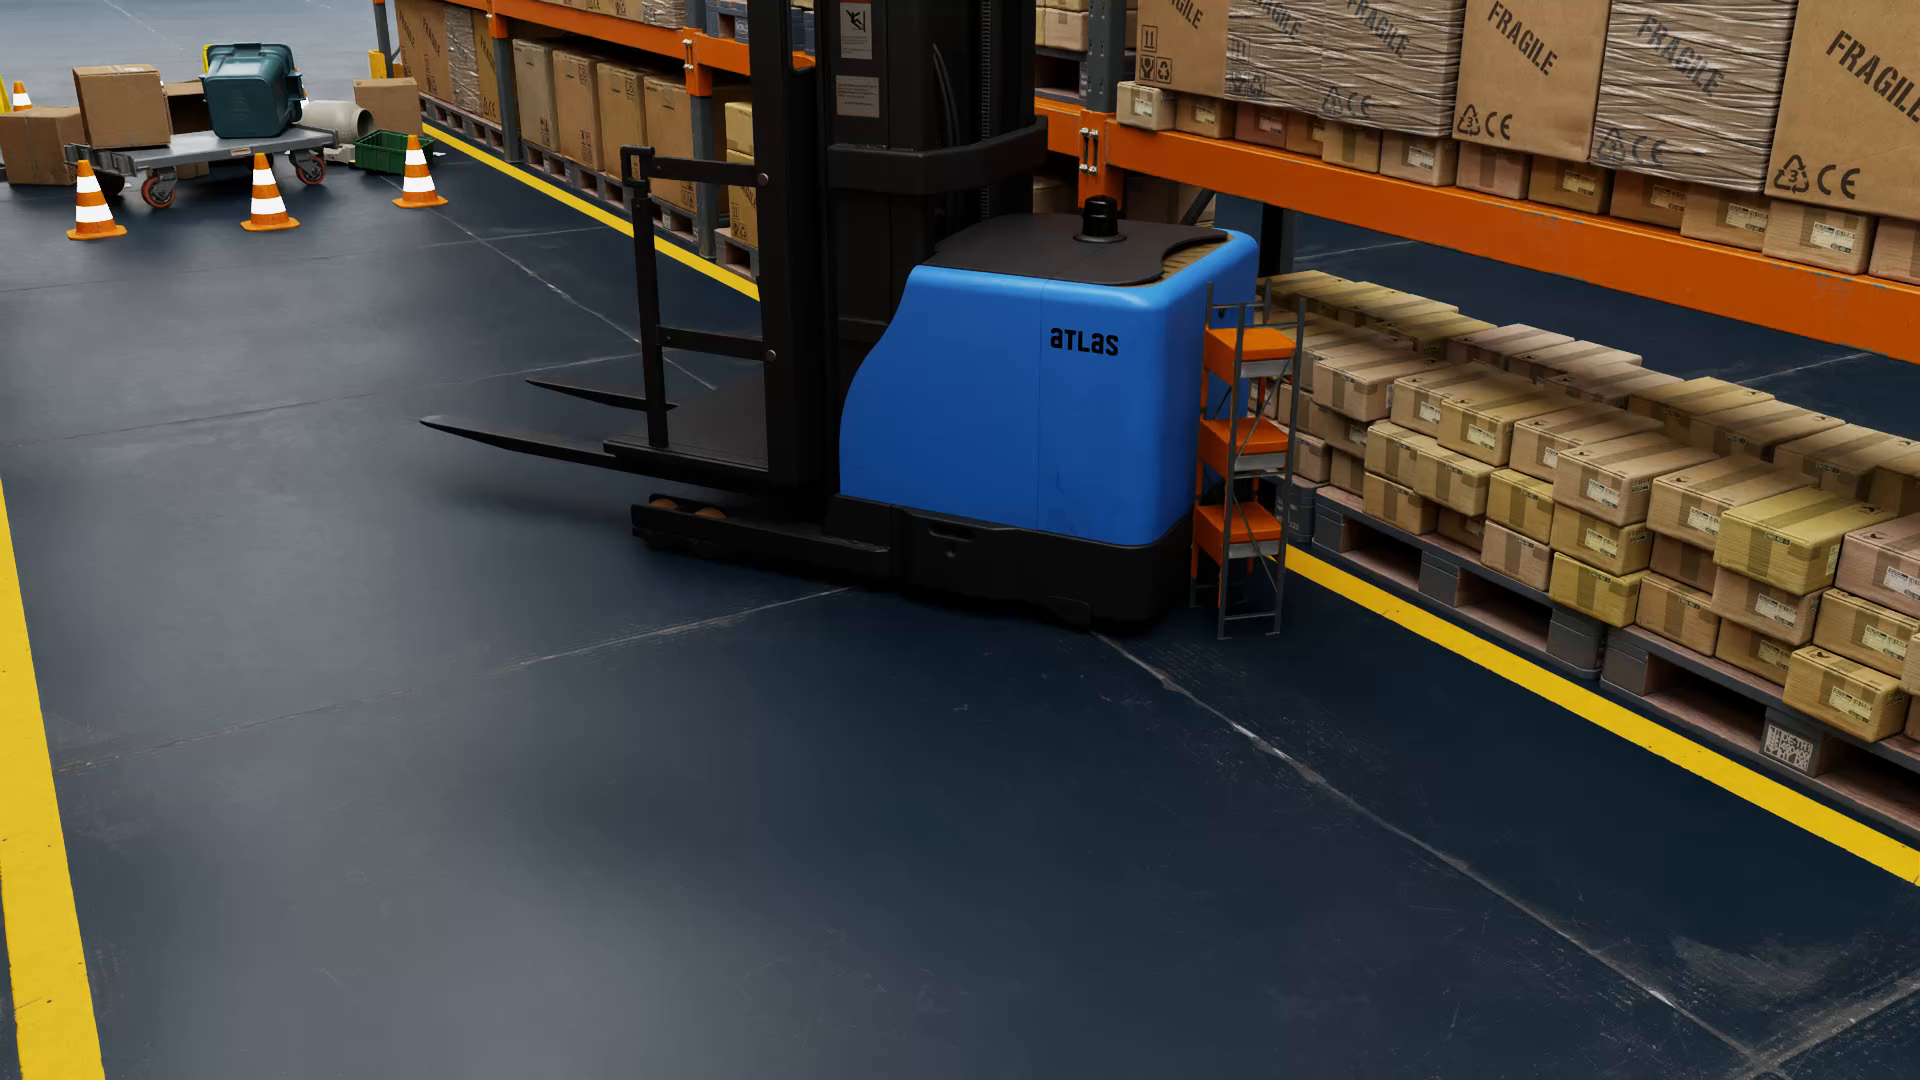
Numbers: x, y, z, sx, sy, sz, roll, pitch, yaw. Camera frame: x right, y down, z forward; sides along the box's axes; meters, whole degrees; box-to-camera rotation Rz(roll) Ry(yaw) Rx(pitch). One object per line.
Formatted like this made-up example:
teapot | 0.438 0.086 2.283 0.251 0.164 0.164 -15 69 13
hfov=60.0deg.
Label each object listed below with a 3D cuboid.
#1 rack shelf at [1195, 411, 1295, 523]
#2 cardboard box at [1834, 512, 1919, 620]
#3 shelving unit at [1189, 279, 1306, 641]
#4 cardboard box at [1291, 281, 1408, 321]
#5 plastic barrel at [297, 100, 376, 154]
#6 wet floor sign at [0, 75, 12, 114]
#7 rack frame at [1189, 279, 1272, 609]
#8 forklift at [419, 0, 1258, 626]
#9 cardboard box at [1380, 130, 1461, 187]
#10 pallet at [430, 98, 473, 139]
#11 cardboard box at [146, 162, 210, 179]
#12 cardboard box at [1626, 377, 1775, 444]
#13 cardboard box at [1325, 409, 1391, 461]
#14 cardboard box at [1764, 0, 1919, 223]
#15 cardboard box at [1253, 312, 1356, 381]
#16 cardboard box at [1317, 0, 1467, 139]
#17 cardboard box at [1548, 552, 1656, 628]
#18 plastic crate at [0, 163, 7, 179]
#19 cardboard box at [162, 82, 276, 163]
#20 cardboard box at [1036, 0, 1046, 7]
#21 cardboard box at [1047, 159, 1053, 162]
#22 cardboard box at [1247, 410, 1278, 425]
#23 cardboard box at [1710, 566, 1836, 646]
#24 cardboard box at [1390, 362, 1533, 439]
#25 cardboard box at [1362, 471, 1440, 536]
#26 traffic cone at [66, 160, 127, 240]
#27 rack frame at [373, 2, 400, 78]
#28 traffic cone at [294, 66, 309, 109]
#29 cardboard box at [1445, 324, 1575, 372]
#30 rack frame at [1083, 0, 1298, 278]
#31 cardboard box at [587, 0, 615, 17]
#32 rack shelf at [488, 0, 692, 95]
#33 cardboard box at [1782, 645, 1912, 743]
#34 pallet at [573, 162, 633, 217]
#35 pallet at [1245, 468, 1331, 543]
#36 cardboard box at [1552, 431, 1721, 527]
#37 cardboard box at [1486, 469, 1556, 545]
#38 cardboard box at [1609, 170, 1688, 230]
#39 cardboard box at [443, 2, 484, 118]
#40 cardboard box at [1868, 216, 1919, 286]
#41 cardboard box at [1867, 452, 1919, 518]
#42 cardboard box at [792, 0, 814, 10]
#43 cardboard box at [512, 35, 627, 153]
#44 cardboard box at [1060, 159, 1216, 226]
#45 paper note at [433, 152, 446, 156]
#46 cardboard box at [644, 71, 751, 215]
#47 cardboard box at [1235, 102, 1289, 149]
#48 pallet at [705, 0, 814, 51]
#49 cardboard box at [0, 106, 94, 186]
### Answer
rack shelf | 0.853 -0.224 4.996 0.215 0.259 0.240 -5 23 -12
cardboard box | 2.413 0.056 4.128 0.380 0.149 0.250 -12 25 -27
shelving unit | 0.853 -0.234 4.992 0.215 1.050 0.252 -5 23 -12
cardboard box | 1.507 -0.884 6.440 0.380 0.149 0.250 -12 25 -28
plastic barrel | -5.048 -3.343 13.473 0.512 0.421 0.421 4 22 9
wet floor sign | -8.574 -3.951 14.674 0.267 0.644 0.232 -4 22 -10
rack frame | 0.825 -0.278 5.102 0.200 1.050 0.008 -5 23 -12
forklift | -0.562 -1.464 5.520 3.031 2.935 1.130 11 24 24
cardboard box | 1.515 -1.186 5.080 0.380 0.149 0.250 -11 25 -26
pallet | -4.098 -3.829 14.951 1.003 0.211 1.213 -13 25 -28
cardboard box | -5.924 -2.889 12.567 0.396 0.266 0.258 8 23 18
cardboard box | 2.315 -0.386 5.216 0.380 0.149 0.250 -12 25 -27
cardboard box | 1.465 -0.389 5.618 0.380 0.149 0.250 -11 25 -26
cardboard box | 2.271 -1.027 3.827 0.500 0.500 0.500 -13 26 -29
cardboard box | 1.196 -0.699 5.987 0.380 0.149 0.250 -13 25 -29
cardboard box | 1.459 -1.521 5.042 0.500 0.500 0.500 -13 26 -29
cardboard box | 1.931 0.103 4.804 0.380 0.149 0.250 -14 26 -31
plastic crate | -7.450 -2.793 12.576 0.583 0.080 0.402 17 28 36
cardboard box | -5.838 -3.298 13.076 0.797 0.637 0.503 -13 25 -28
cardboard box | 0.428 -2.266 6.784 0.380 0.149 0.250 -12 25 -28
cardboard box | 0.088 -1.620 7.579 0.500 0.250 0.500 -11 25 -26
cardboard box | 1.154 -0.412 6.070 0.380 0.149 0.250 -13 25 -28
cardboard box | 2.198 0.125 4.354 0.380 0.149 0.250 -14 26 -30
cardboard box | 1.619 -0.449 5.371 0.380 0.149 0.250 -14 26 -30
cardboard box | 1.545 -0.156 5.441 0.380 0.149 0.250 -13 26 -30
traffic cone | -5.516 -2.172 10.540 0.336 0.463 0.334 -13 25 -28
rack frame | -5.193 -5.759 15.996 1.000 3.000 0.127 -13 25 -28
traffic cone | -6.142 -4.139 15.379 0.336 0.463 0.334 -13 25 -28
cardboard box | 1.924 -0.635 5.830 0.380 0.149 0.250 -14 26 -31
rack frame | 0.937 -1.874 6.439 1.000 3.000 0.127 -13 25 -28
cardboard box | -2.076 -3.633 10.634 0.500 0.500 0.500 -13 26 -29
rack shelf | -2.128 -3.483 11.353 1.077 0.370 4.000 -13 25 -28
cardboard box | 2.314 0.353 4.189 0.380 0.149 0.250 -12 25 -27
pallet | -2.063 -2.542 11.784 1.003 0.211 1.213 -13 25 -28
pallet | 1.311 -0.372 6.446 1.003 0.211 1.213 -13 25 -28
cardboard box | 1.909 -0.176 4.698 0.380 0.149 0.250 -12 25 -26
cardboard box | 1.808 -0.127 4.973 0.380 0.149 0.250 -11 25 -26
cardboard box | 1.989 -0.948 4.494 0.380 0.149 0.250 -14 26 -30
cardboard box | -3.874 -4.182 14.382 0.875 0.875 0.875 -12 25 -28
cardboard box | 2.335 -0.680 3.835 0.380 0.149 0.250 -13 25 -29
cardboard box | 2.742 -0.136 4.601 0.380 0.149 0.250 -13 25 -28
cardboard box | -0.637 -2.802 8.499 0.380 0.149 0.250 -11 25 -26
cardboard box | -2.755 -3.433 12.703 1.050 0.750 0.750 -13 25 -29
cardboard box | 0.787 -1.548 7.403 0.500 0.250 0.500 -14 26 -31
paper note | -4.271 -3.132 13.476 0.142 0.020 0.147 8 23 18
cardboard box | -1.340 -2.536 10.497 1.050 0.750 0.750 -13 25 -29
cardboard box | 1.178 -1.458 5.748 0.380 0.149 0.250 -14 26 -31
pallet | -0.651 -2.870 9.144 1.213 0.211 1.003 -13 25 -28
cardboard box | -6.731 -2.931 12.355 0.500 0.500 0.500 4 22 9
